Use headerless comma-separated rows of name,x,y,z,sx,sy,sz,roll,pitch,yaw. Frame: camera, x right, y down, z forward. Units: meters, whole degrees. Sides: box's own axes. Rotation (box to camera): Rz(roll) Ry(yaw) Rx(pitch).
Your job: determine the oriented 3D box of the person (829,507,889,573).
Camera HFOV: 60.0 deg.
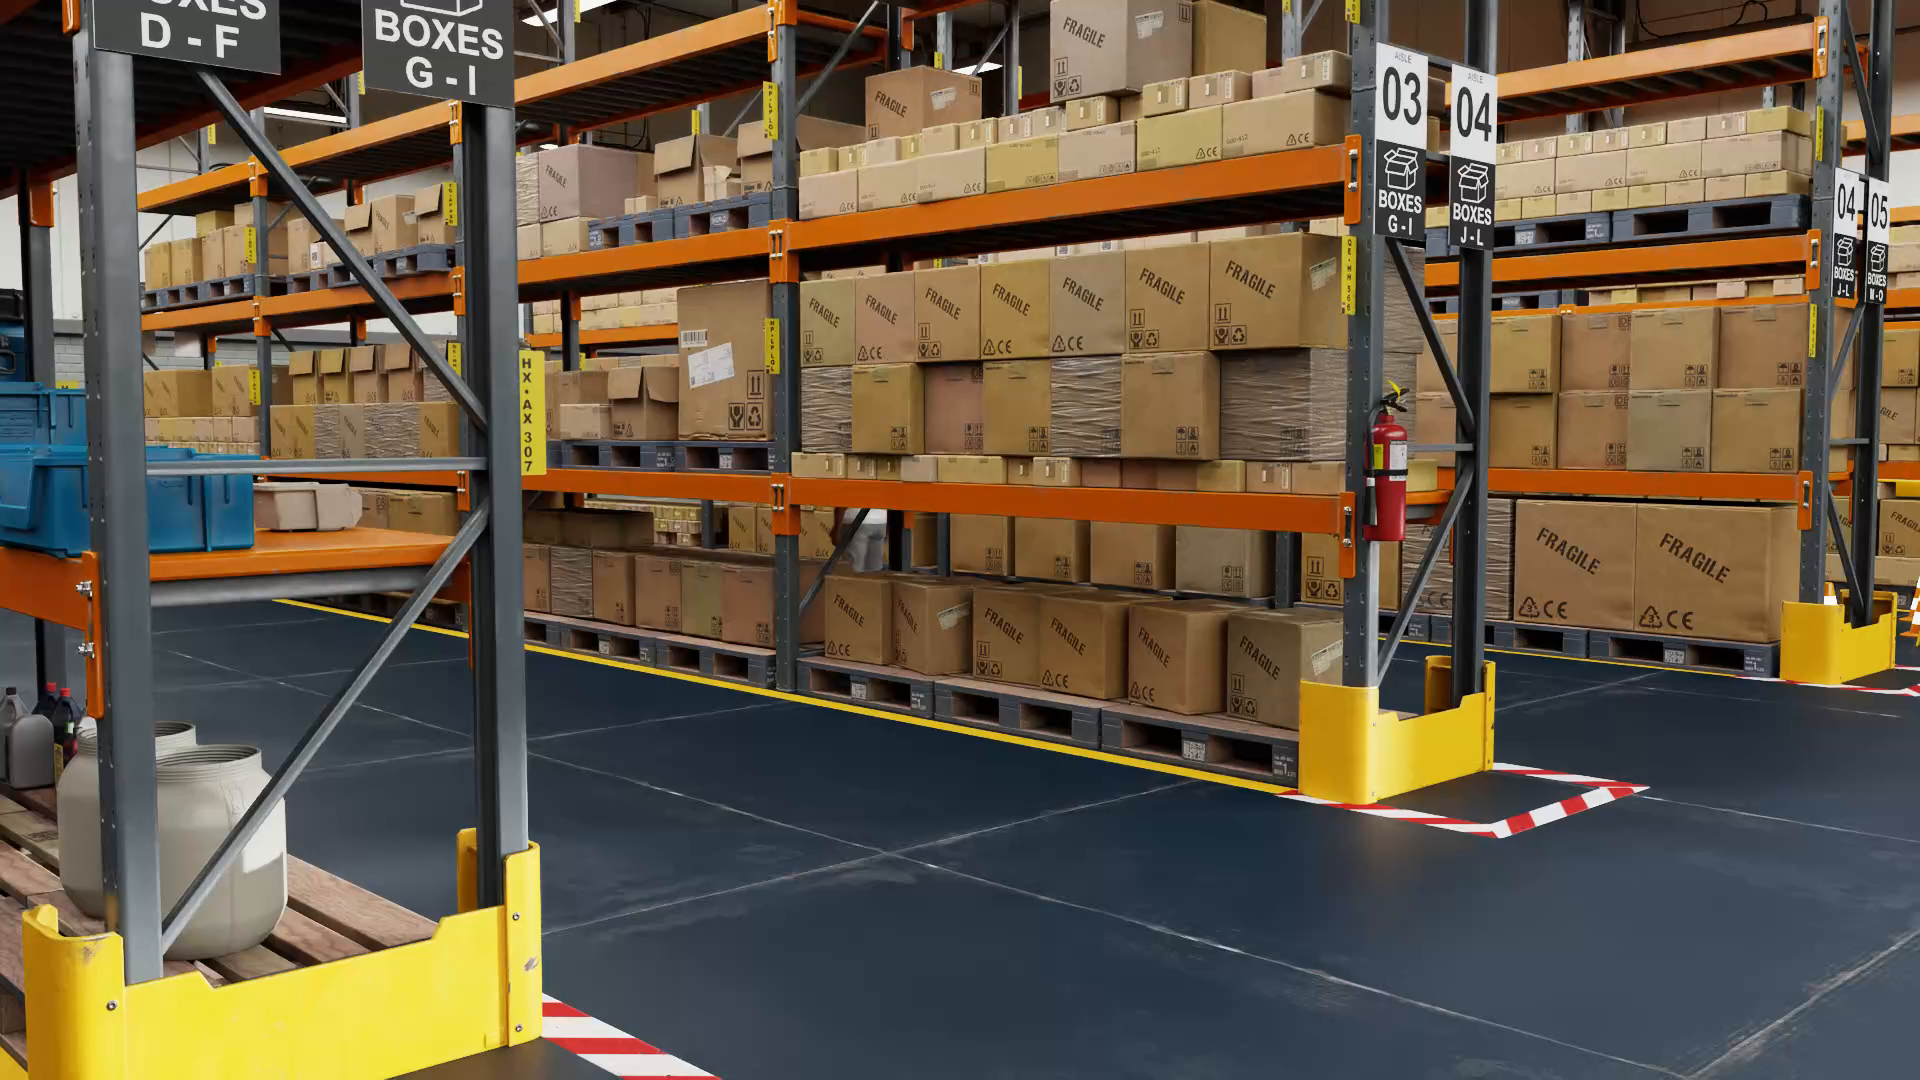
person,-0.725,-0.118,12.361,0.367,1.763,0.565,4,5,43
